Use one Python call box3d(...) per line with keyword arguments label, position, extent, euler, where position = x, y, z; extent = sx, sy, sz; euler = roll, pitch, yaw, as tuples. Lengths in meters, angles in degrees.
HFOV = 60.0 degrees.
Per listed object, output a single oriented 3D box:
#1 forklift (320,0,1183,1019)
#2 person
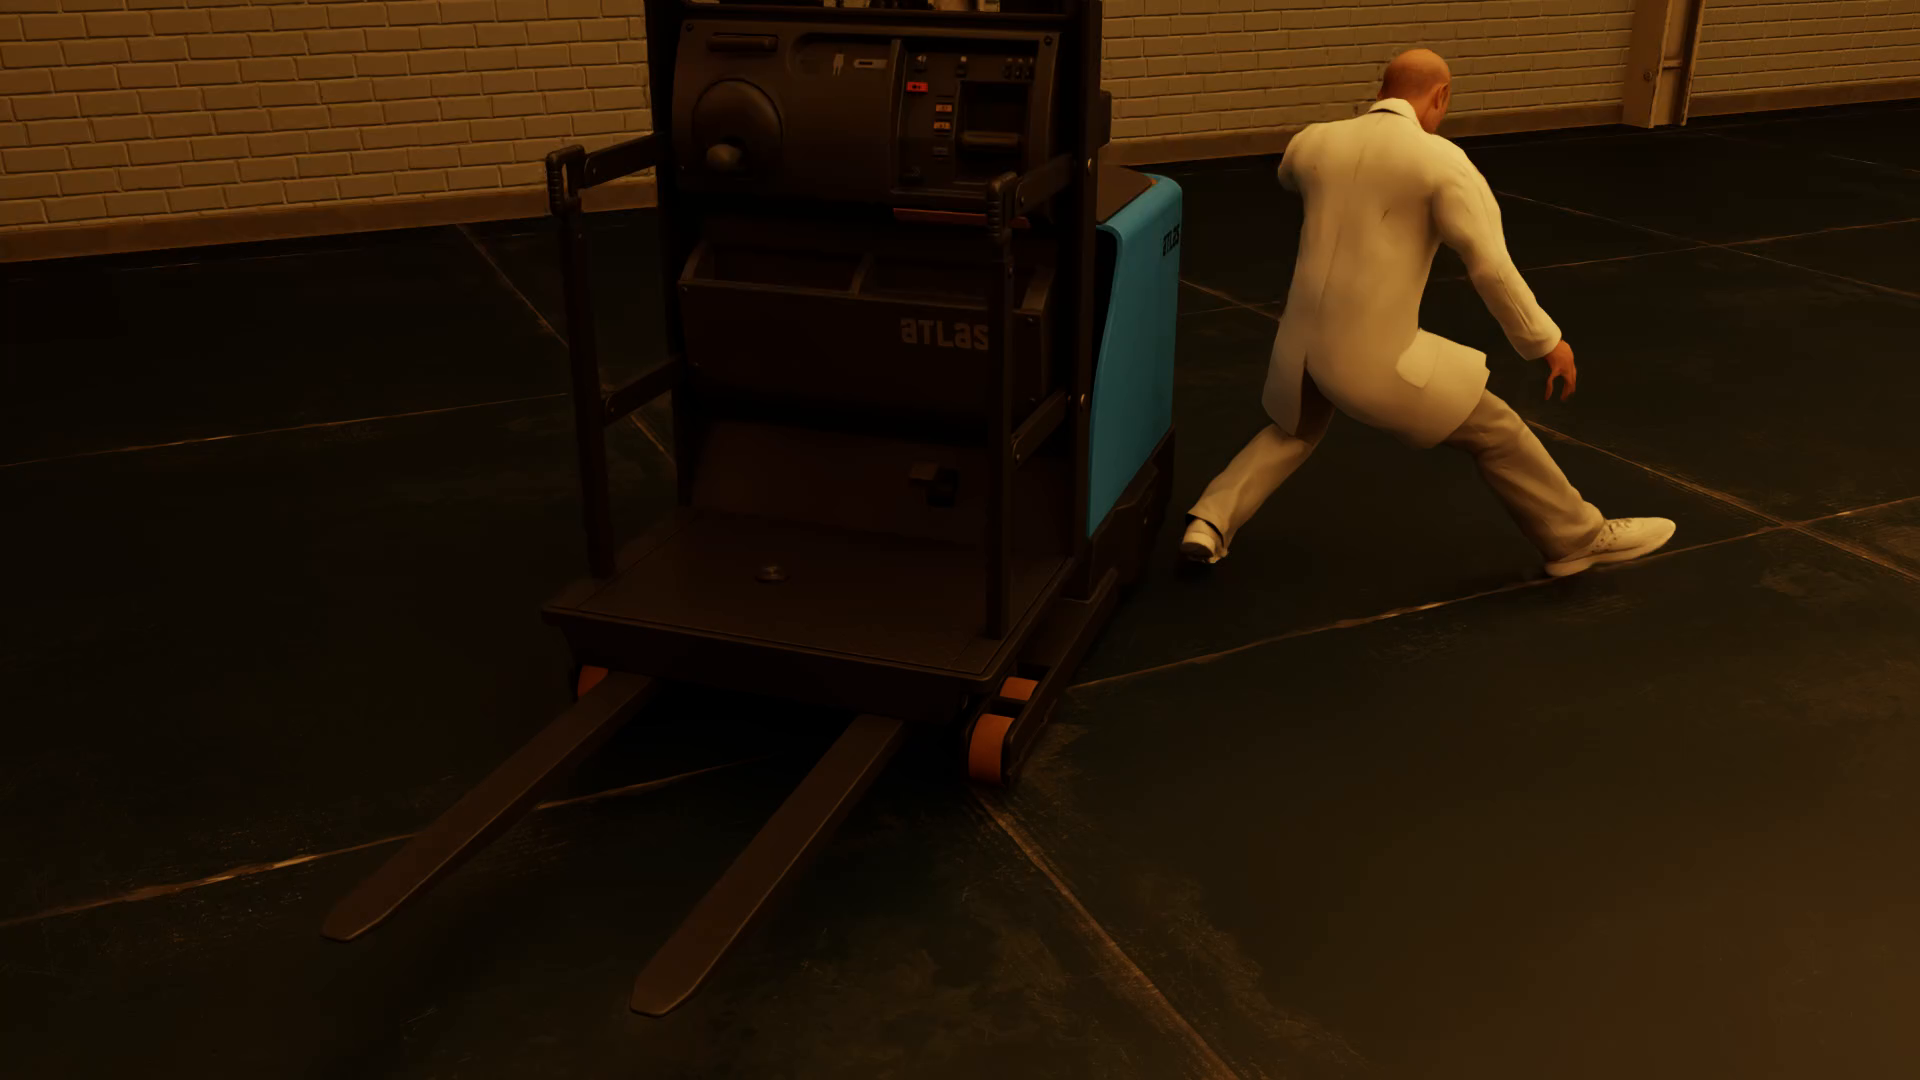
box3d(label="forklift", position=(-0.298, -0.970, 3.622), extent=(1.130, 2.935, 3.031), euler=(8, 24, 18))
box3d(label="person", position=(1.271, -0.550, 4.644), extent=(1.115, 1.562, 1.105), euler=(-14, 26, -31))
